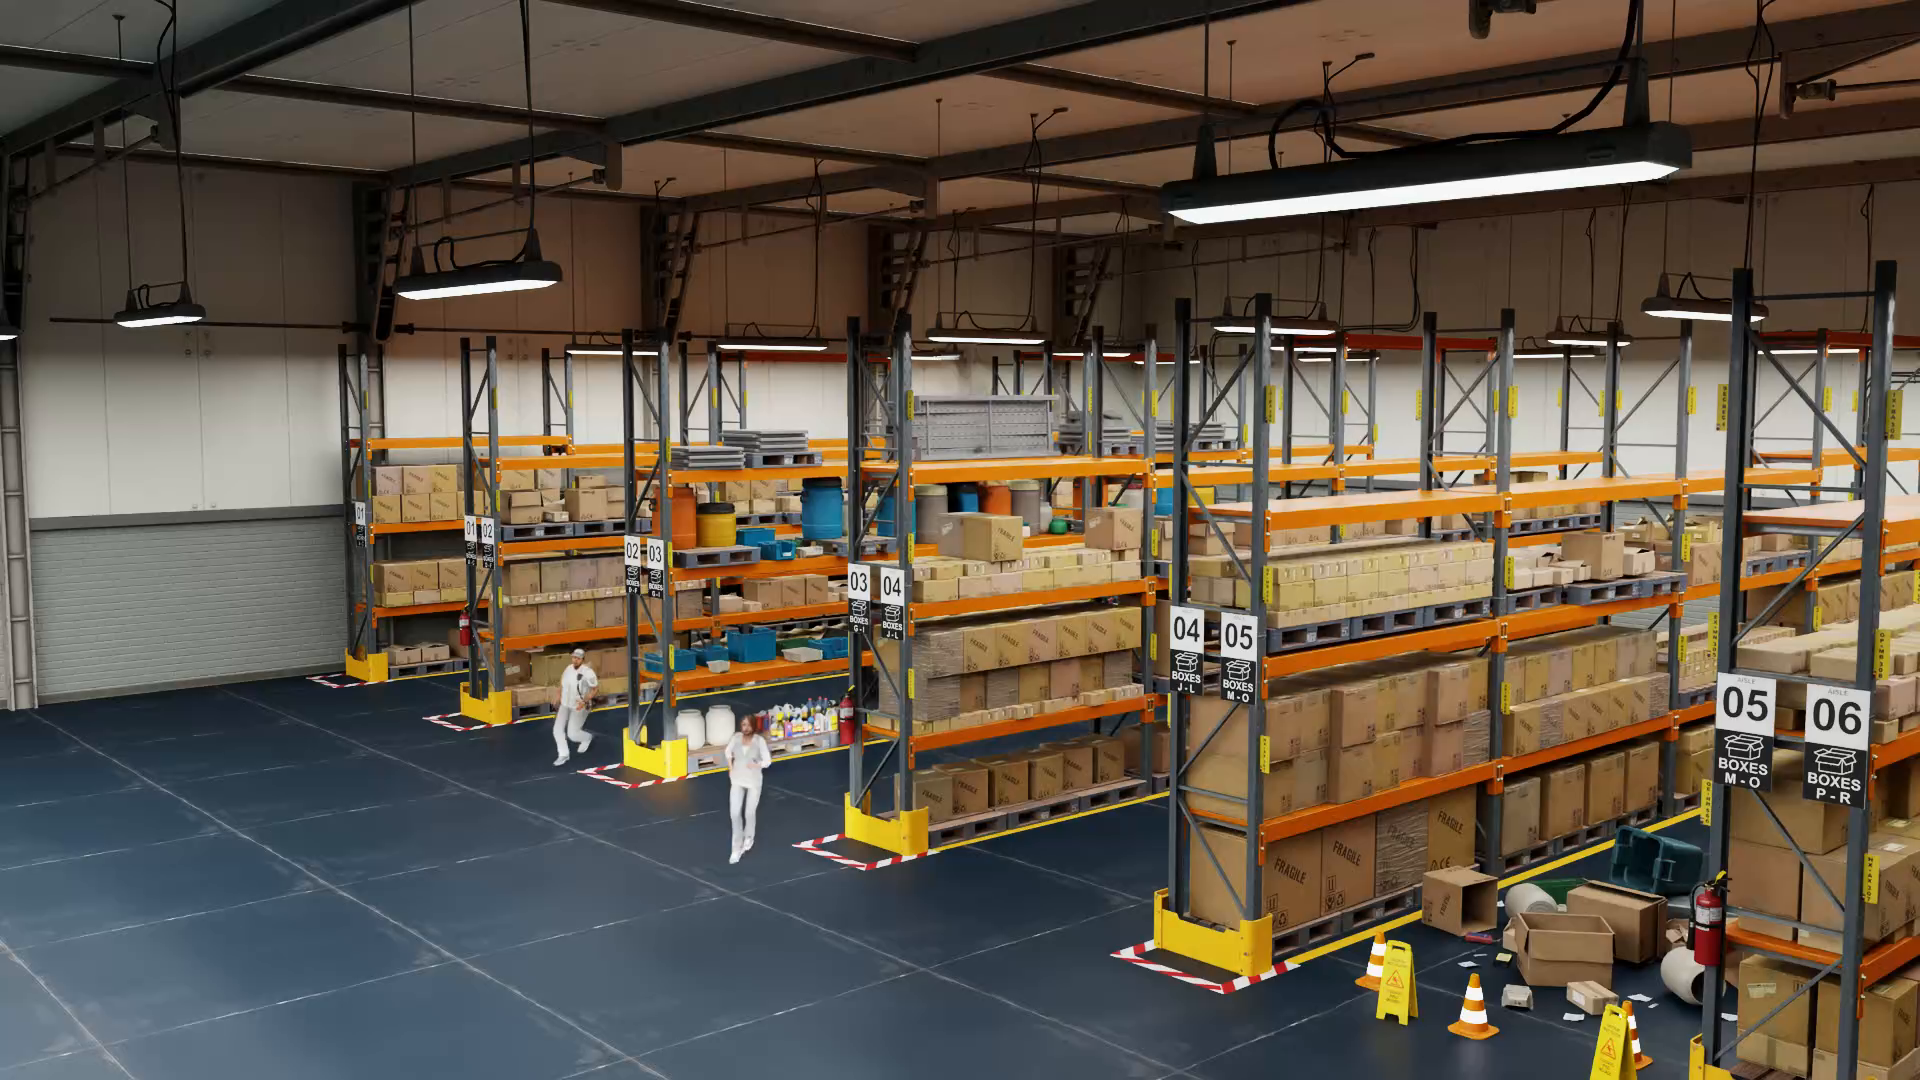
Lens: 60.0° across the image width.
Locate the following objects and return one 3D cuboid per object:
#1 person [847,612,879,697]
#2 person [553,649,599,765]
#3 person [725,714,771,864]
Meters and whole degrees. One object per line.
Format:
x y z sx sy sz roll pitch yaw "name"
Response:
-1.581 1.833 27.663 0.640 1.768 0.791 4 7 39 "person"
-5.319 2.312 23.161 0.647 1.631 0.600 2 6 24 "person"
-2.347 2.743 18.394 0.533 1.633 0.646 0 5 0 "person"
